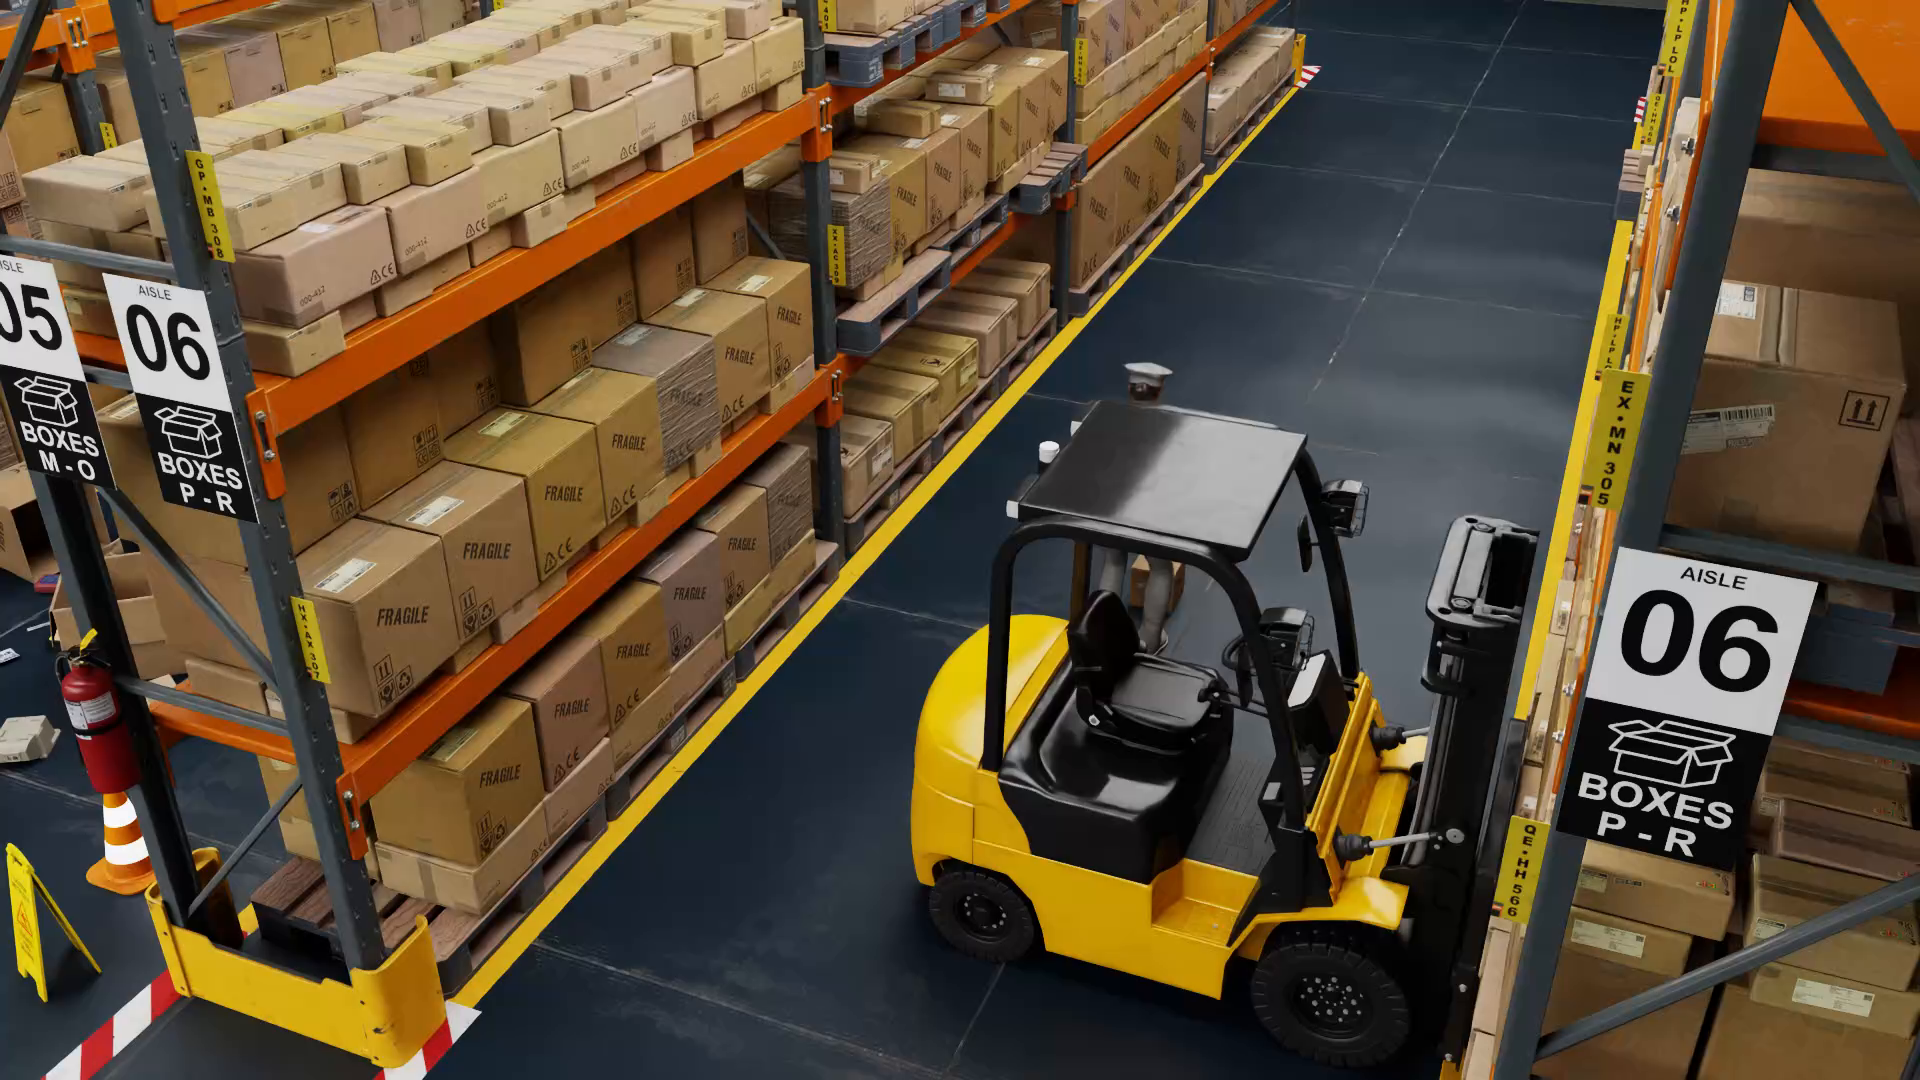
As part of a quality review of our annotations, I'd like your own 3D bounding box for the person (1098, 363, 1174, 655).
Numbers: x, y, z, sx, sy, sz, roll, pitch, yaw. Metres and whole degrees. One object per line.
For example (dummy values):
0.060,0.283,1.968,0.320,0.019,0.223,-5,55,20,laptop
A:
0.913,-0.146,8.699,0.457,1.624,0.442,12,32,20,person
